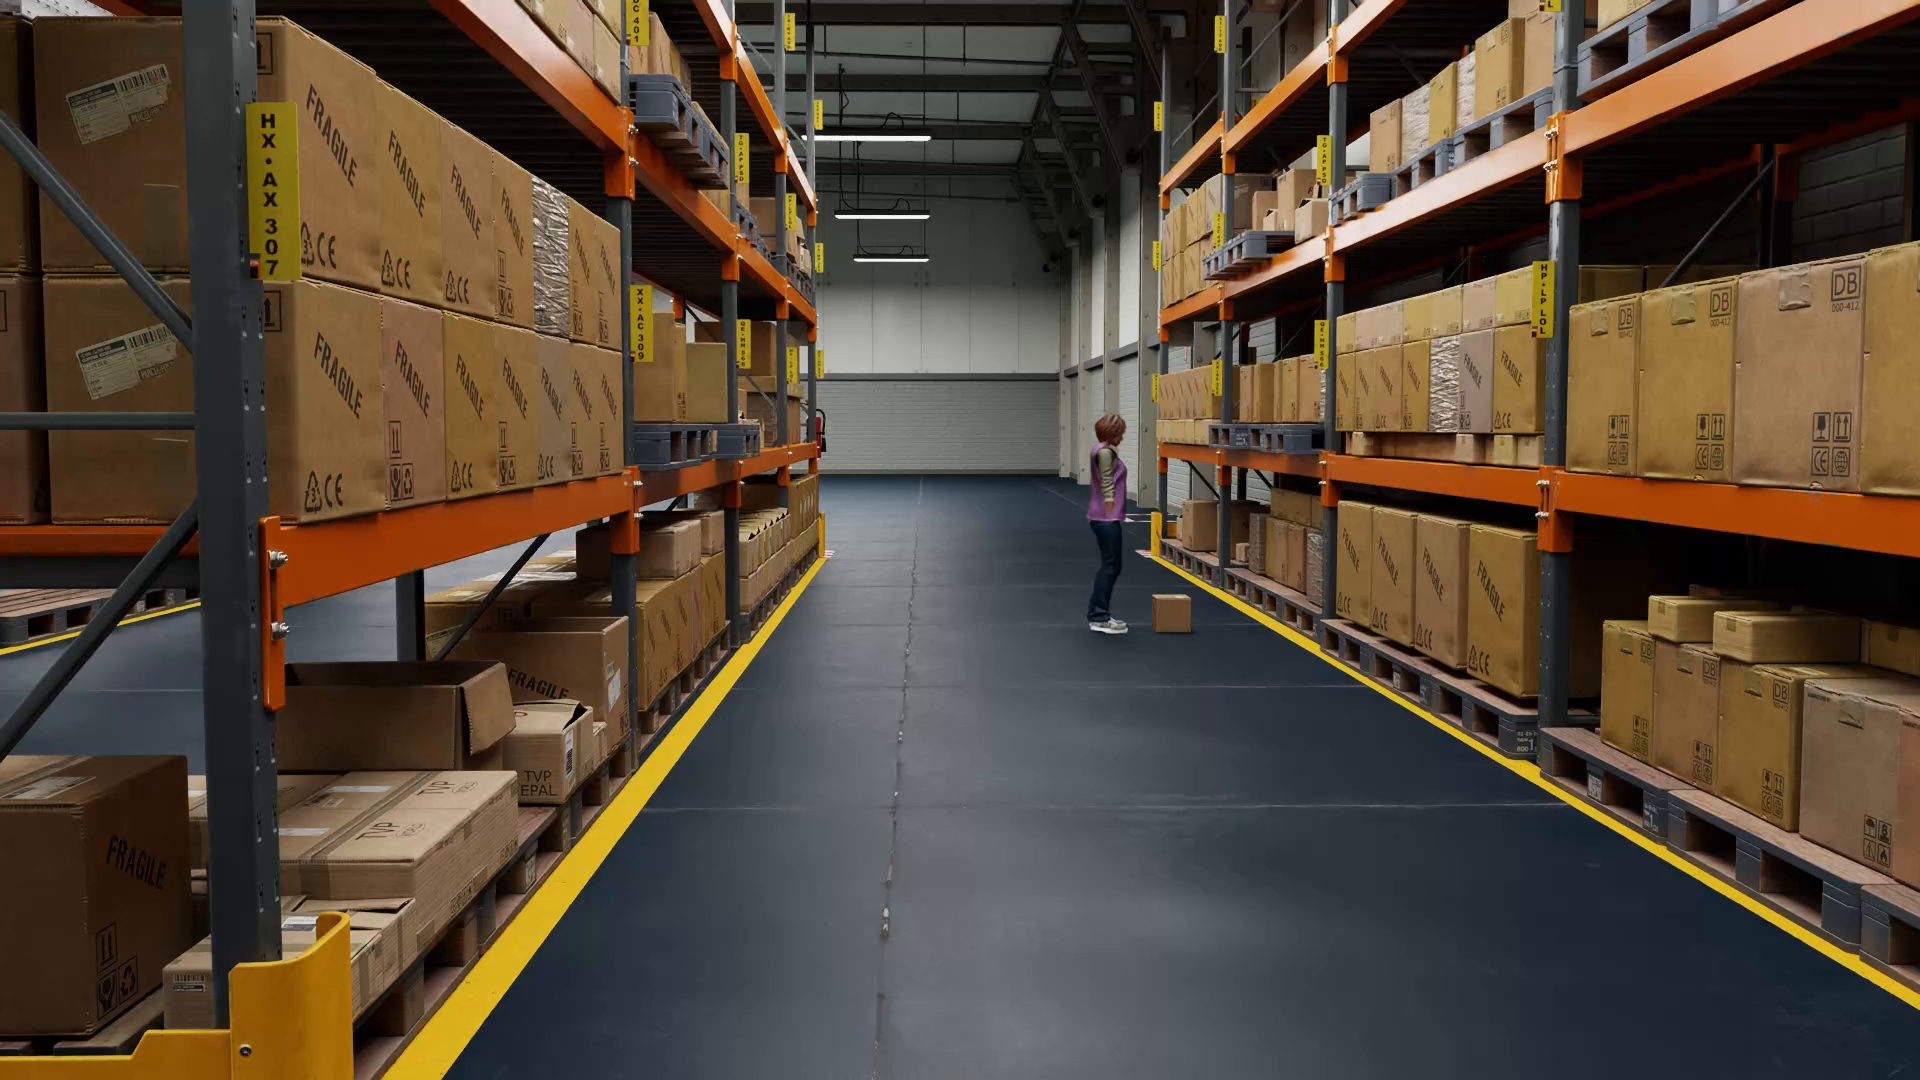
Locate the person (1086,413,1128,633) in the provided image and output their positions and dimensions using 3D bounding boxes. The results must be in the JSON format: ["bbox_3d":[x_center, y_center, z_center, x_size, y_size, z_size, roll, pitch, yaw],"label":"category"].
[{"bbox_3d":[1.073,-0.128,12.163,0.300,1.593,0.408,0,4,0],"label":"person"}]
